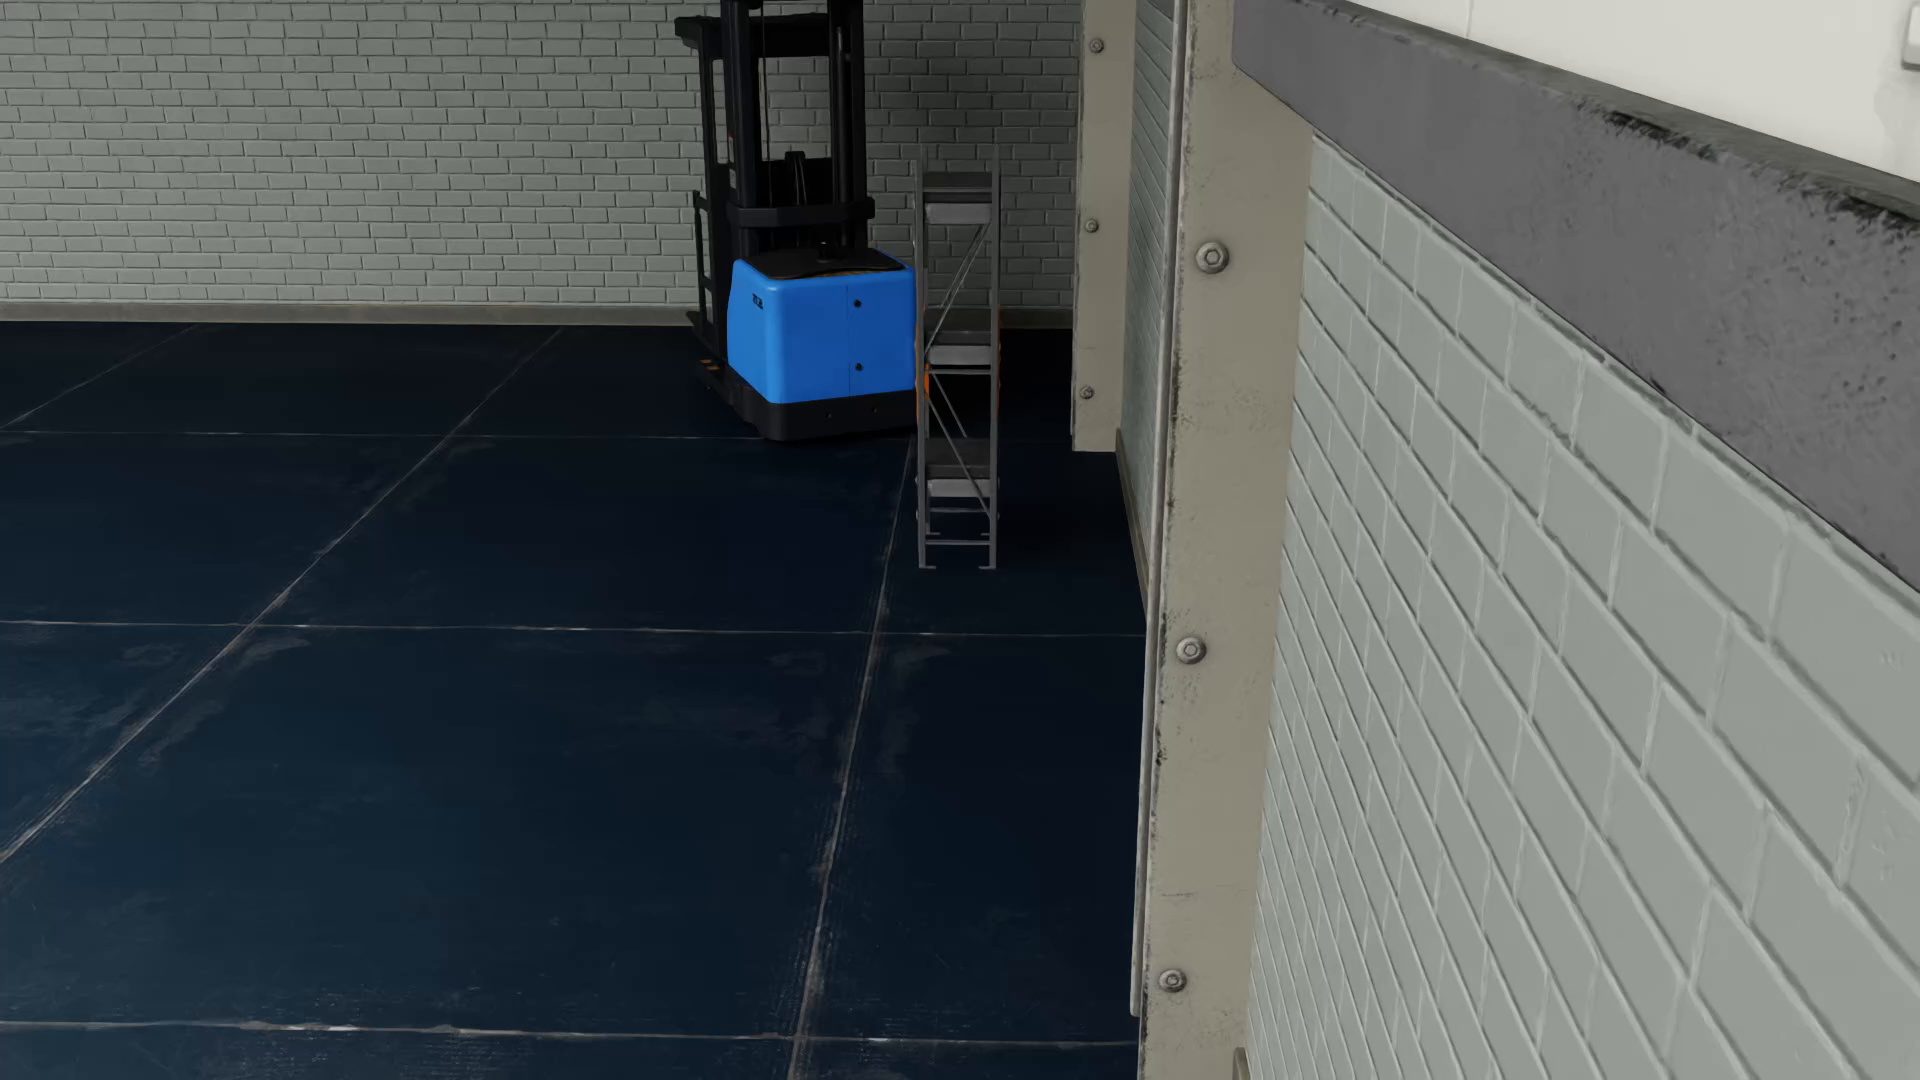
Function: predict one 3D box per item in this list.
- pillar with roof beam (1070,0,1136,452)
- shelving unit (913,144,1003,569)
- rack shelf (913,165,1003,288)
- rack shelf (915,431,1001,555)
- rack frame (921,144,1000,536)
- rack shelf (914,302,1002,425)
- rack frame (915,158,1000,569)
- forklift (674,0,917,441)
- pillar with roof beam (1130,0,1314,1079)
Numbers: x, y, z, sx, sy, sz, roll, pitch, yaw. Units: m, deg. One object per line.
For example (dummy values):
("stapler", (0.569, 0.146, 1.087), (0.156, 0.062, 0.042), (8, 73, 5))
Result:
("pillar with roof beam", (-3.436, -4.873, 9.147), (9.100, 9.000, 0.400), (1, 21, 2))
("shelving unit", (-0.005, -0.919, 8.495), (0.431, 2.100, 0.503), (1, 21, 2))
("rack shelf", (-0.005, -1.559, 8.247), (0.431, 0.518, 0.480), (1, 21, 2))
("rack shelf", (-0.005, -0.254, 8.753), (0.431, 0.518, 0.480), (1, 21, 2))
("rack frame", (0.002, -1.007, 8.722), (0.400, 2.100, 0.015), (1, 21, 2))
("rack shelf", (-0.005, -0.906, 8.500), (0.431, 0.518, 0.480), (1, 21, 2))
("rack frame", (-0.012, -0.831, 8.267), (0.400, 2.100, 0.015), (1, 21, 2))
("forklift", (-1.262, -2.486, 11.384), (1.130, 2.935, 3.031), (-8, 23, -21))
("pillar with roof beam", (-3.619, -2.703, 3.556), (9.100, 9.000, 0.400), (1, 21, 2))
